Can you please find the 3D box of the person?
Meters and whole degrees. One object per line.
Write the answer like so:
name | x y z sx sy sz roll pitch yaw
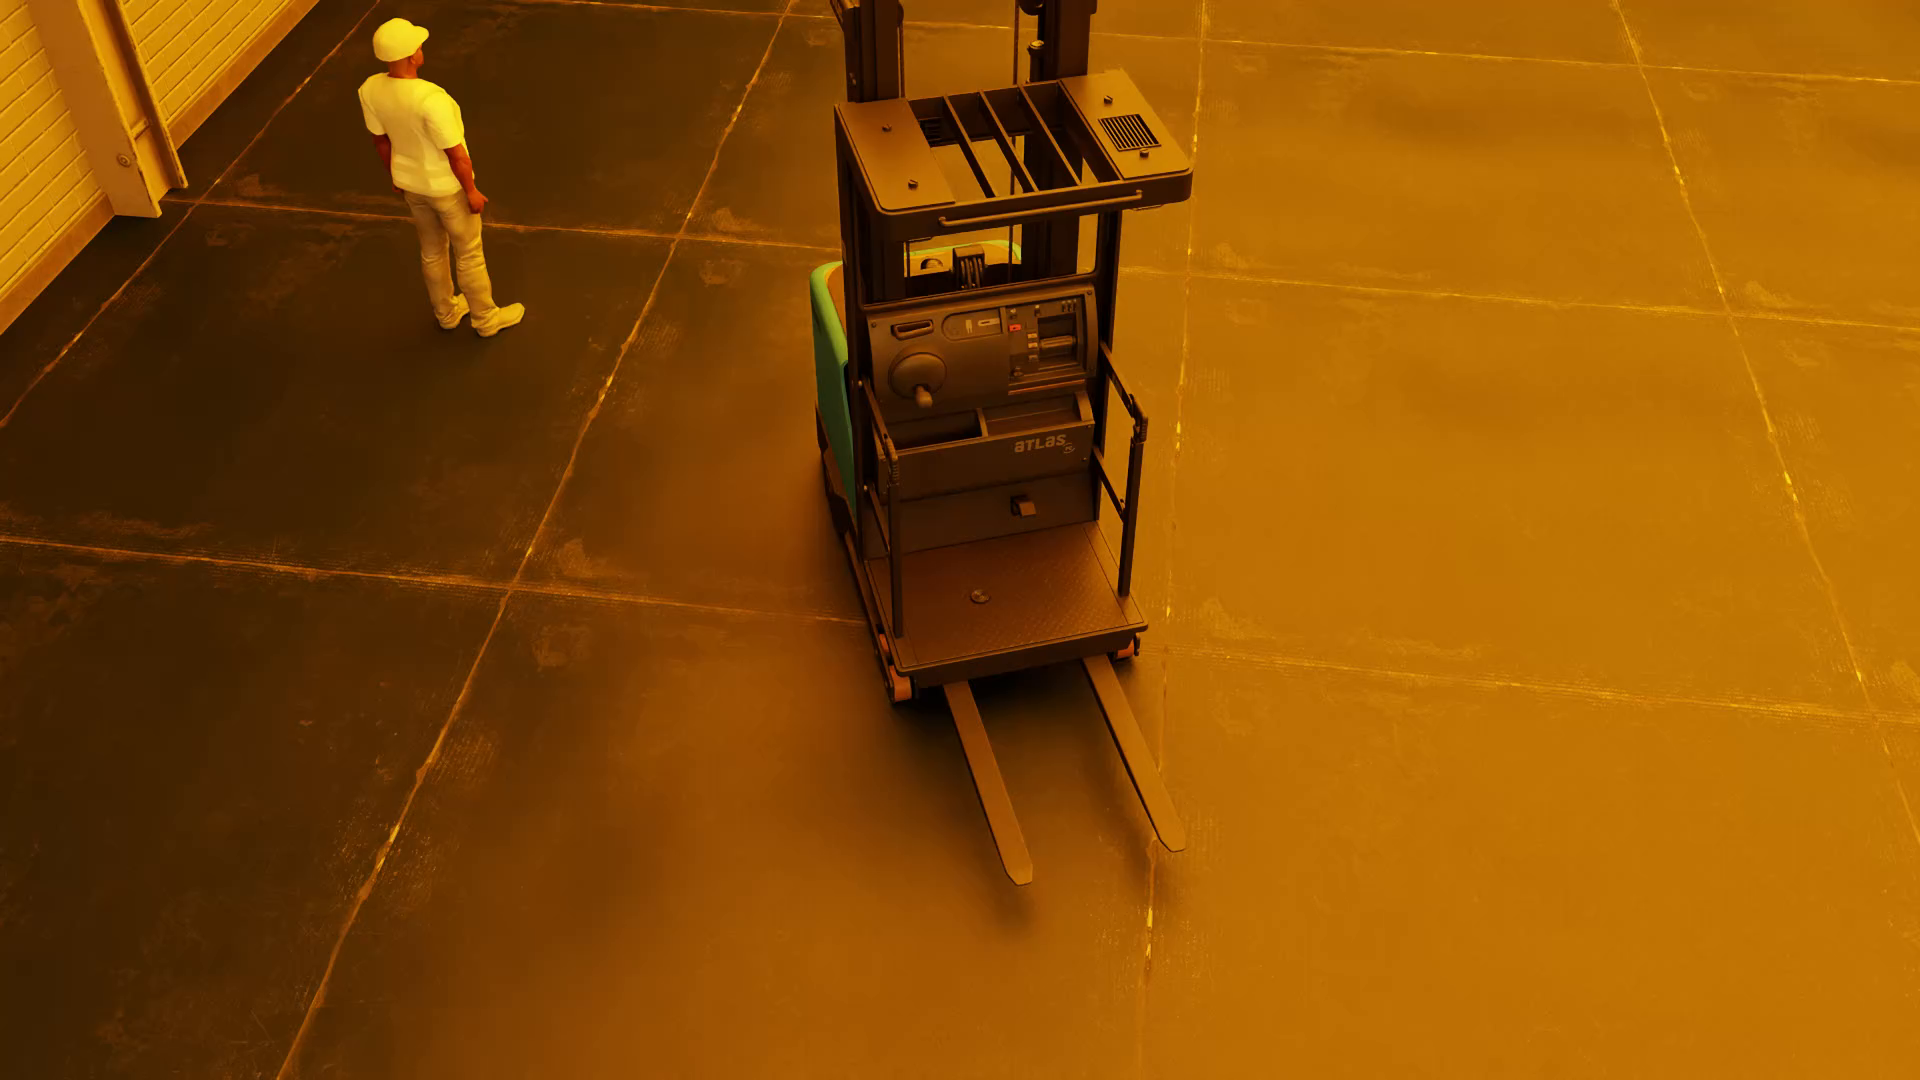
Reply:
person | -2.710 -1.864 8.615 0.556 1.770 0.389 17 45 17

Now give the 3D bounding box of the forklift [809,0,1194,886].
forklift | 0.153 -0.681 6.465 1.130 2.935 3.031 -10 44 -11
